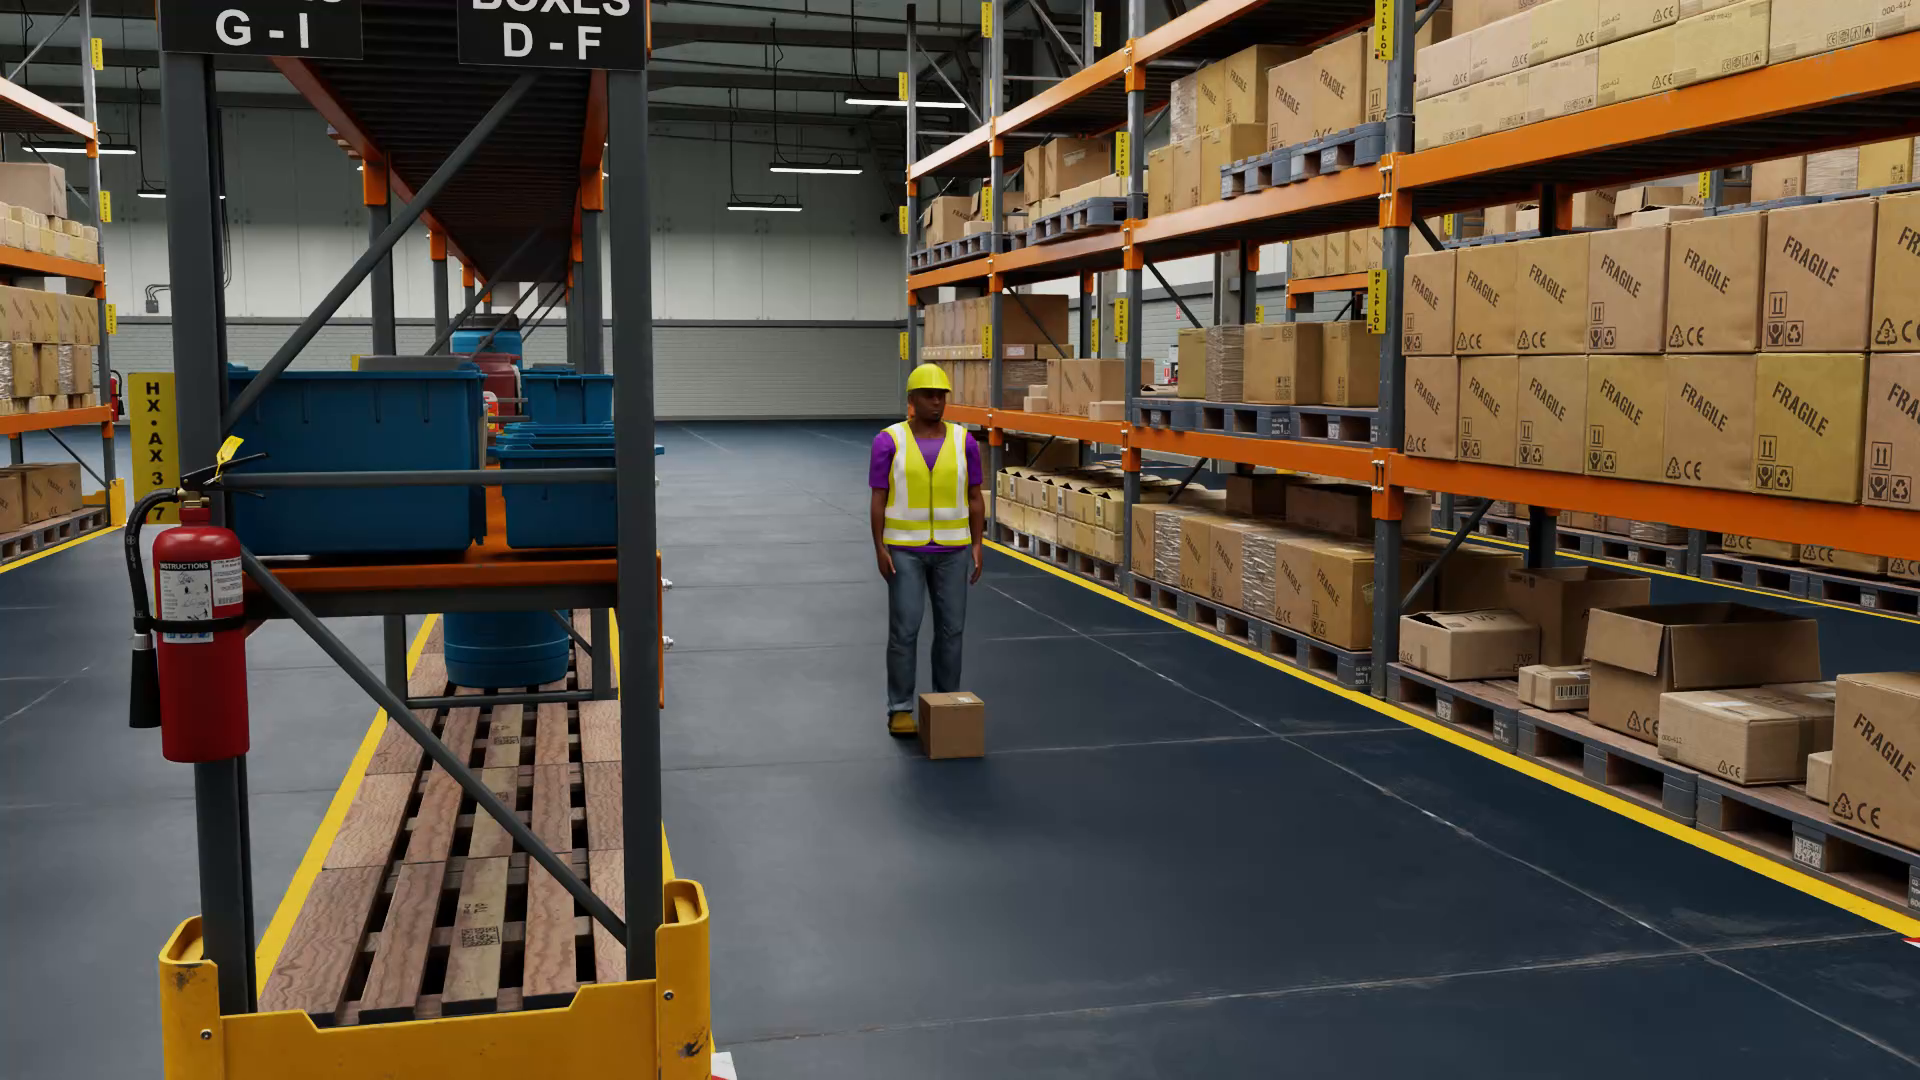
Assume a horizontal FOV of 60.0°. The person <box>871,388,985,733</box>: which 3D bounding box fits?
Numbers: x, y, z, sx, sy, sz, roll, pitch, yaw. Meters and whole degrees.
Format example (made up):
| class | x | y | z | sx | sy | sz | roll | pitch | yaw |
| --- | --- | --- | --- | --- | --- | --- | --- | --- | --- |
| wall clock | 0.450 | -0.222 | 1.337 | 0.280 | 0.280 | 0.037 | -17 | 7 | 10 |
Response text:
| class | x | y | z | sx | sy | sz | roll | pitch | yaw |
| --- | --- | --- | --- | --- | --- | --- | --- | --- | --- |
| person | -10.410 | -2.925 | 1.763 | 23.125 | 9.028 | 7.375 | -1 | 6 | -12 |
